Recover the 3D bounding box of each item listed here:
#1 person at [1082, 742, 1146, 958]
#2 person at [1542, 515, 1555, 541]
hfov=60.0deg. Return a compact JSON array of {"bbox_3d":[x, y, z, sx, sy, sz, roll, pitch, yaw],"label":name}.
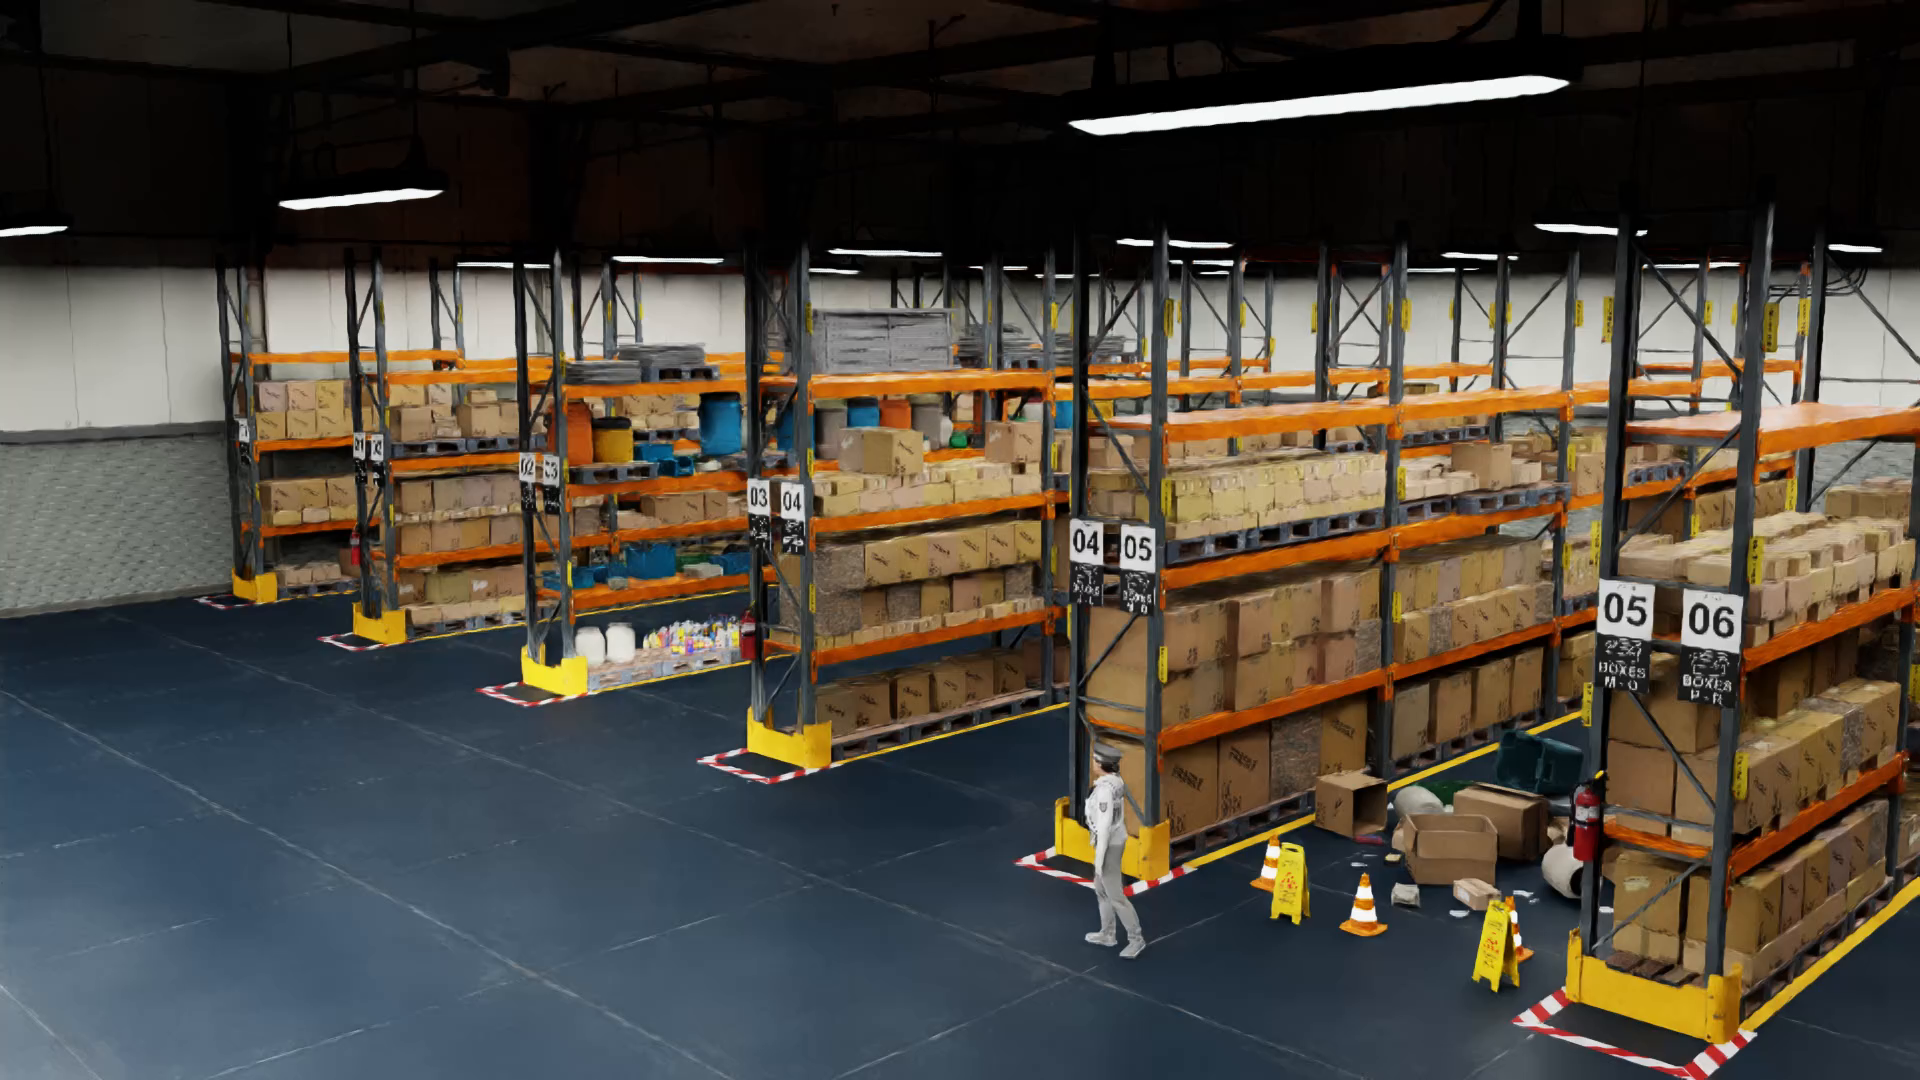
[{"bbox_3d":[1.255,2.473,13.359,0.531,1.668,0.572,2,8,16],"label":"person"},{"bbox_3d":[10.013,0.382,28.081,0.461,1.626,0.999,8,11,43],"label":"person"}]
